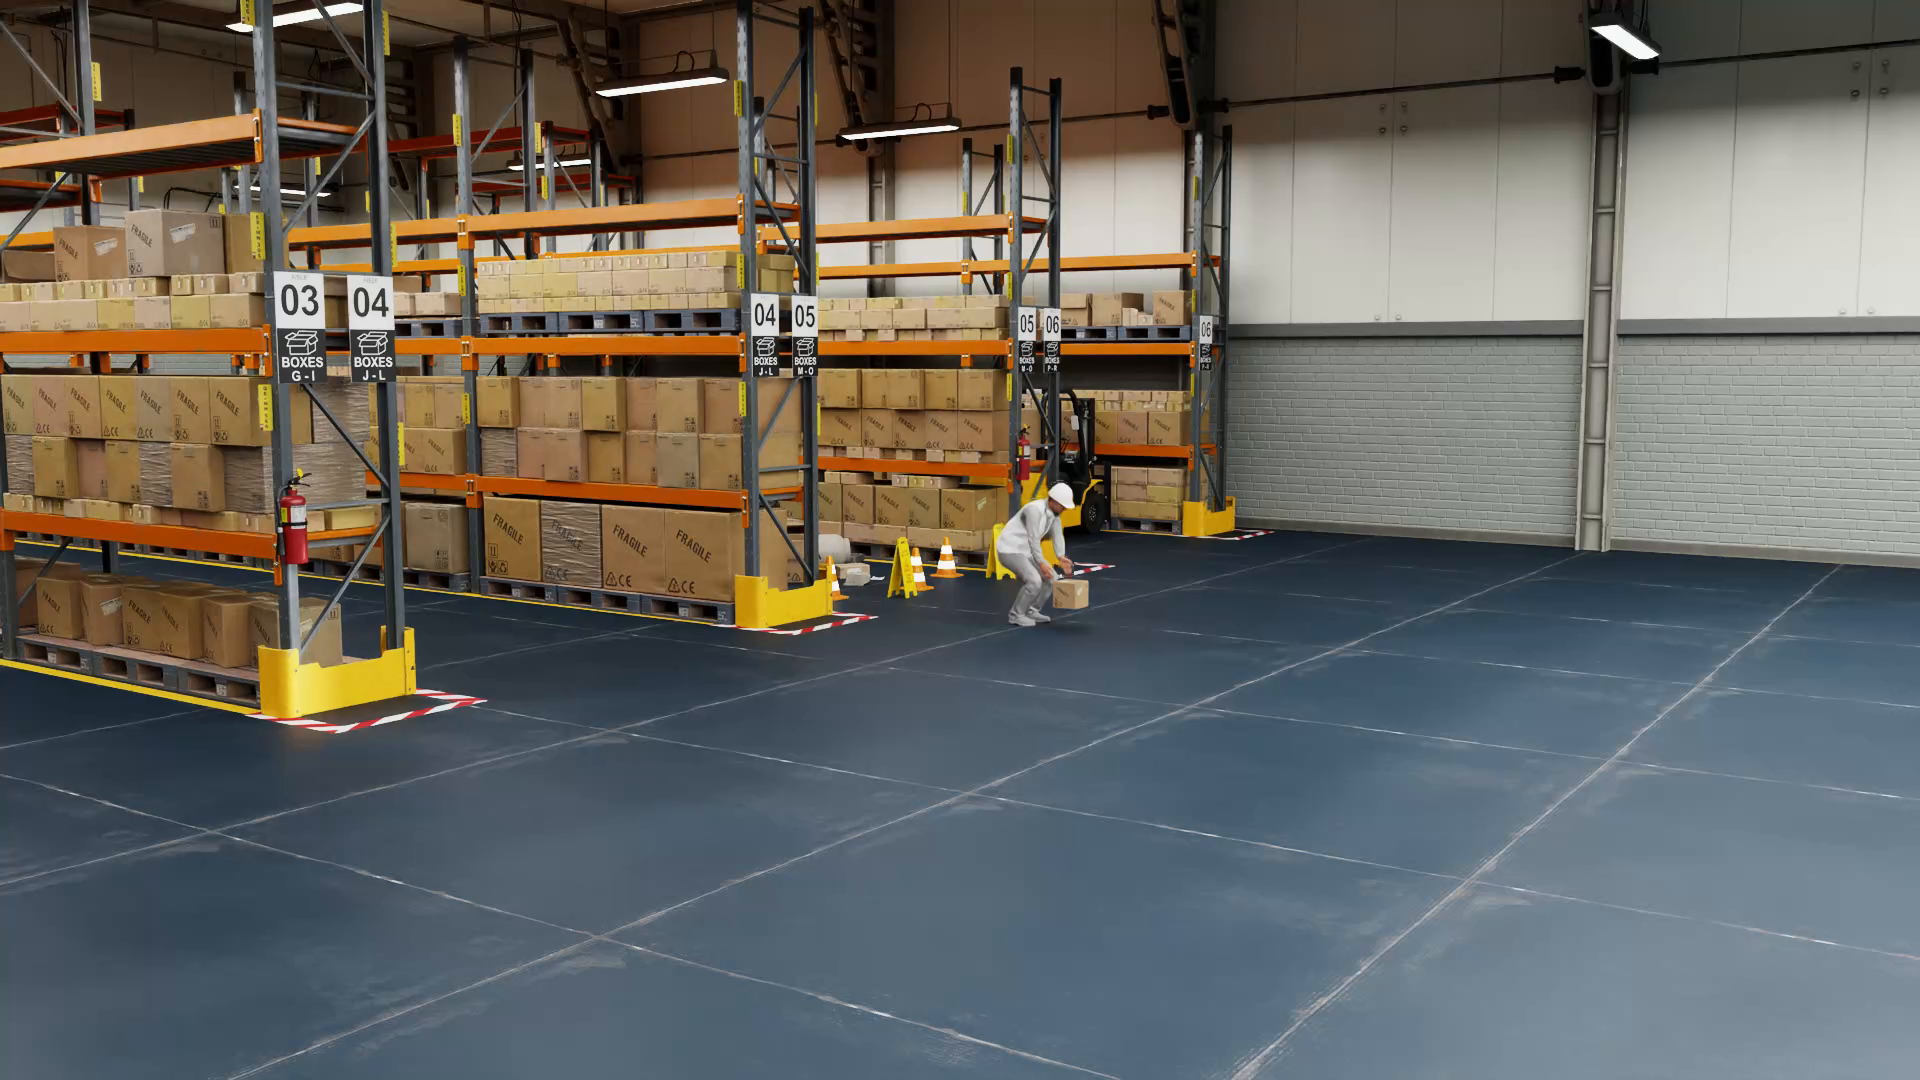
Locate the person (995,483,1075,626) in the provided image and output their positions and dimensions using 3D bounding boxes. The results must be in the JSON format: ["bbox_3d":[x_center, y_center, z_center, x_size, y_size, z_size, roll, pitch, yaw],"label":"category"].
[{"bbox_3d":[0.754,0.128,16.252,0.784,1.392,0.591,4,8,34],"label":"person"}]
